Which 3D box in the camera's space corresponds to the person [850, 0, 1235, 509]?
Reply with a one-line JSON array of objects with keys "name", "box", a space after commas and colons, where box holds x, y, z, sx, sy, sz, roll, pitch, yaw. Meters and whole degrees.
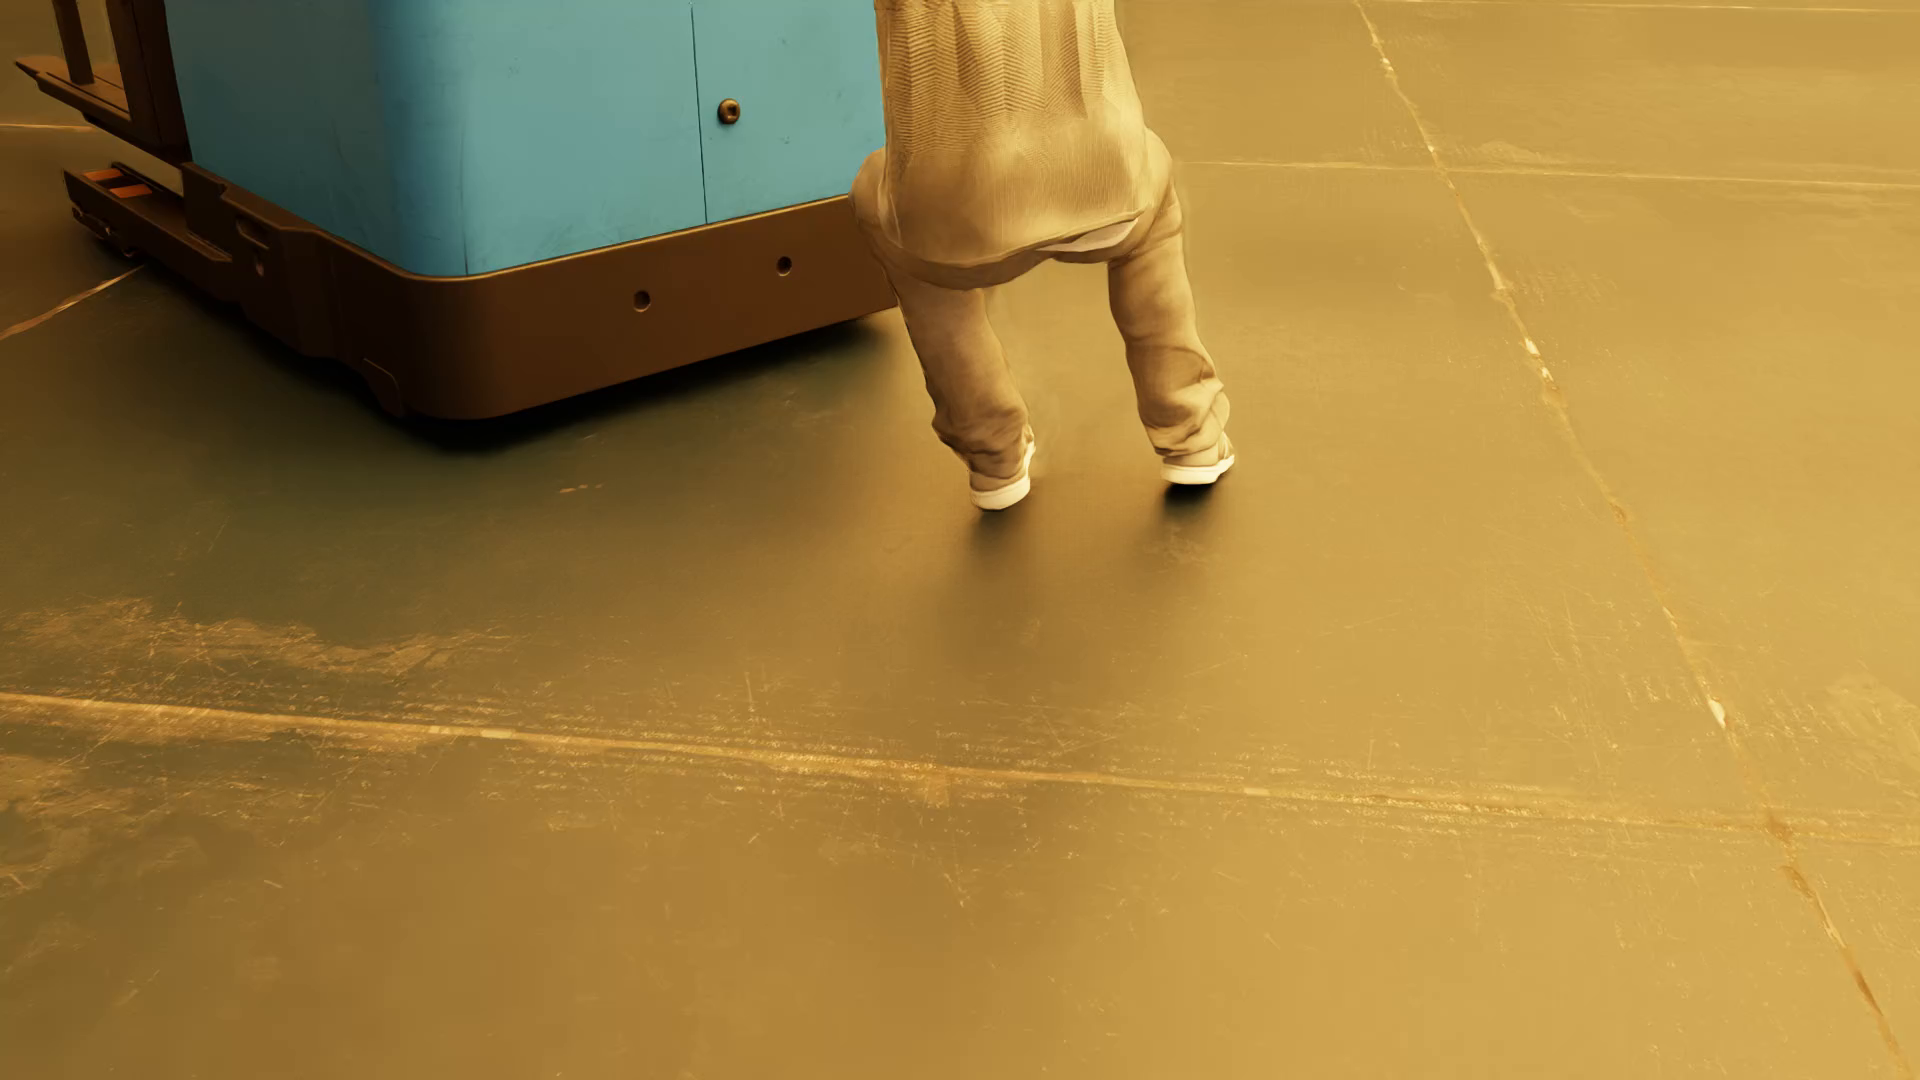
[{"name": "person", "box": [-0.096, -0.549, 2.183, 1.305, 1.303, 0.665, -10, 28, -18]}]

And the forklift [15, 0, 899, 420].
[{"name": "forklift", "box": [-1.442, -2.084, 3.394, 1.130, 2.935, 3.031, -22, 34, -37]}]
